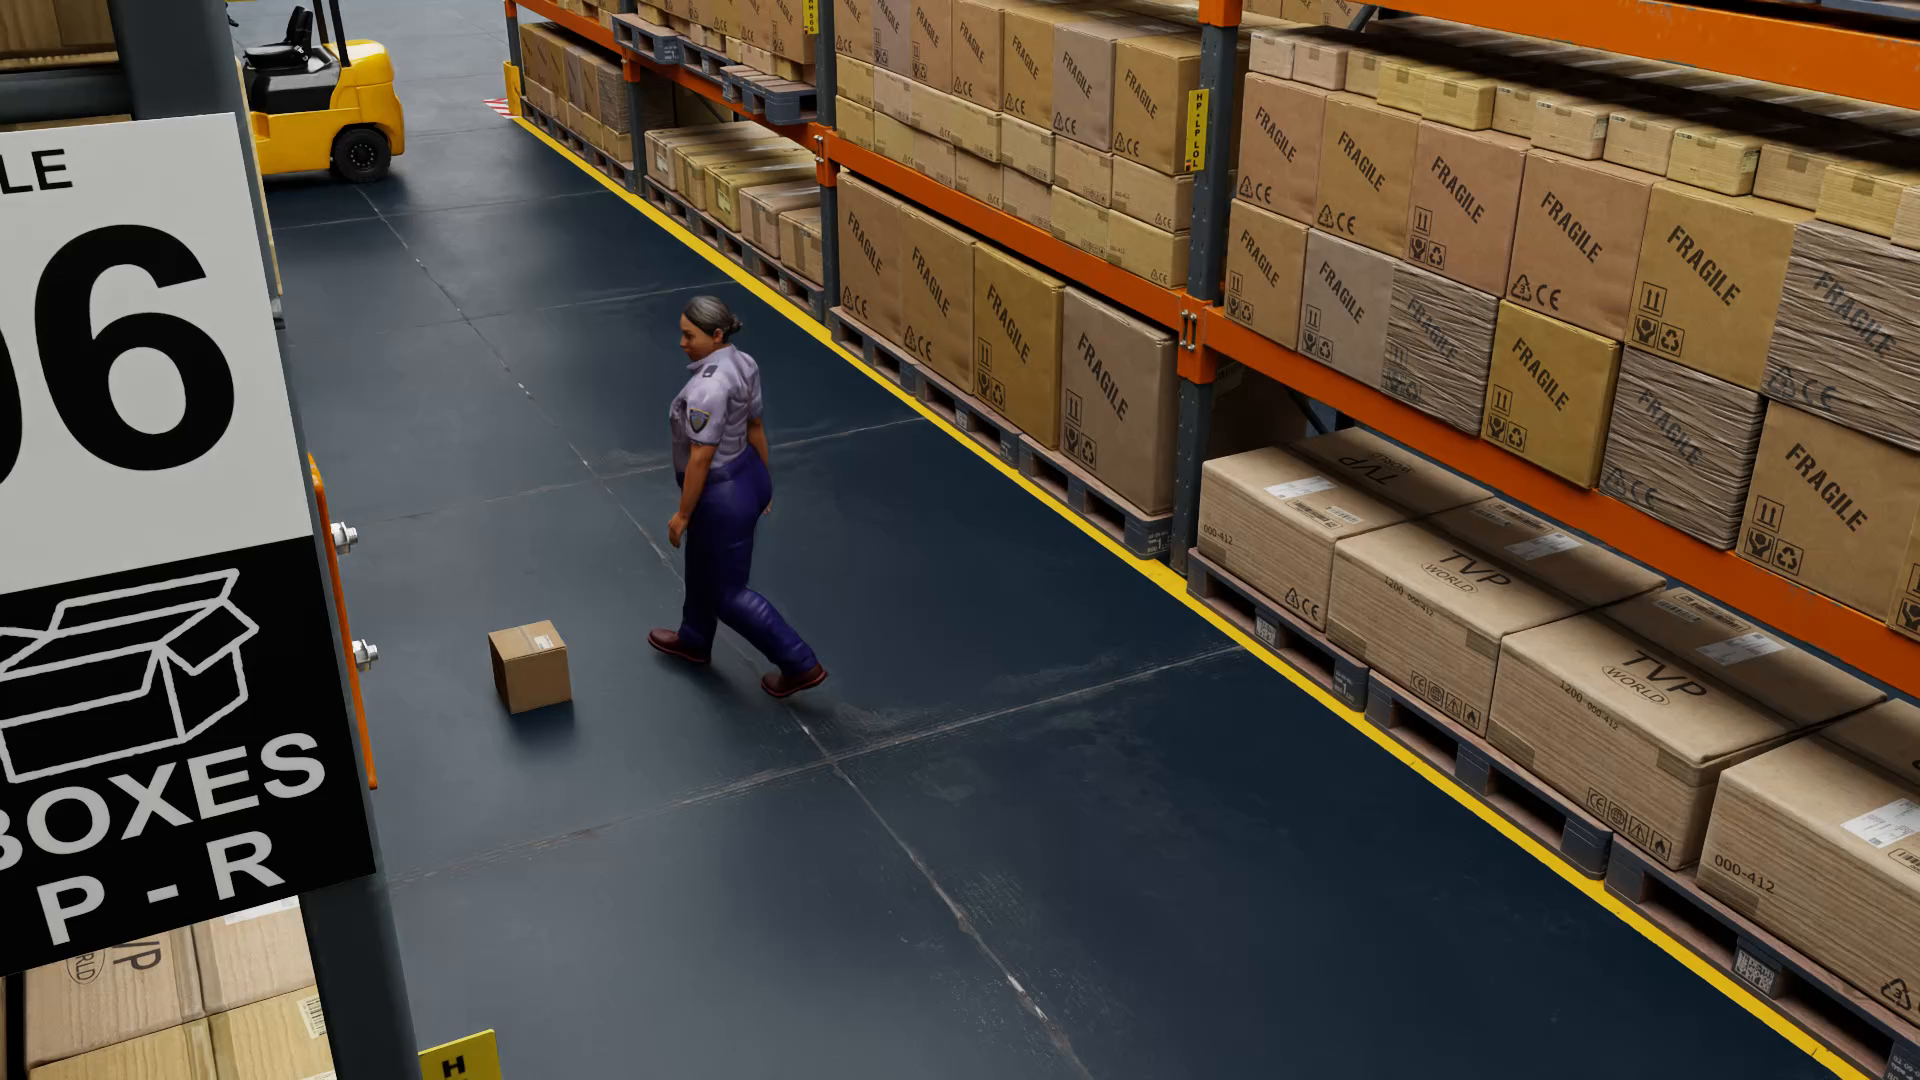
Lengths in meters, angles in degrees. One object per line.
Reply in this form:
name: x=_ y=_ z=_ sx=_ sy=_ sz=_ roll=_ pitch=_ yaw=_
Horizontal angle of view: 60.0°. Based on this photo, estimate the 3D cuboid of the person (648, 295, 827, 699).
person: x=-0.925 y=-0.168 z=6.471 sx=0.871 sy=1.619 sz=0.531 roll=7 pitch=26 yaw=13
